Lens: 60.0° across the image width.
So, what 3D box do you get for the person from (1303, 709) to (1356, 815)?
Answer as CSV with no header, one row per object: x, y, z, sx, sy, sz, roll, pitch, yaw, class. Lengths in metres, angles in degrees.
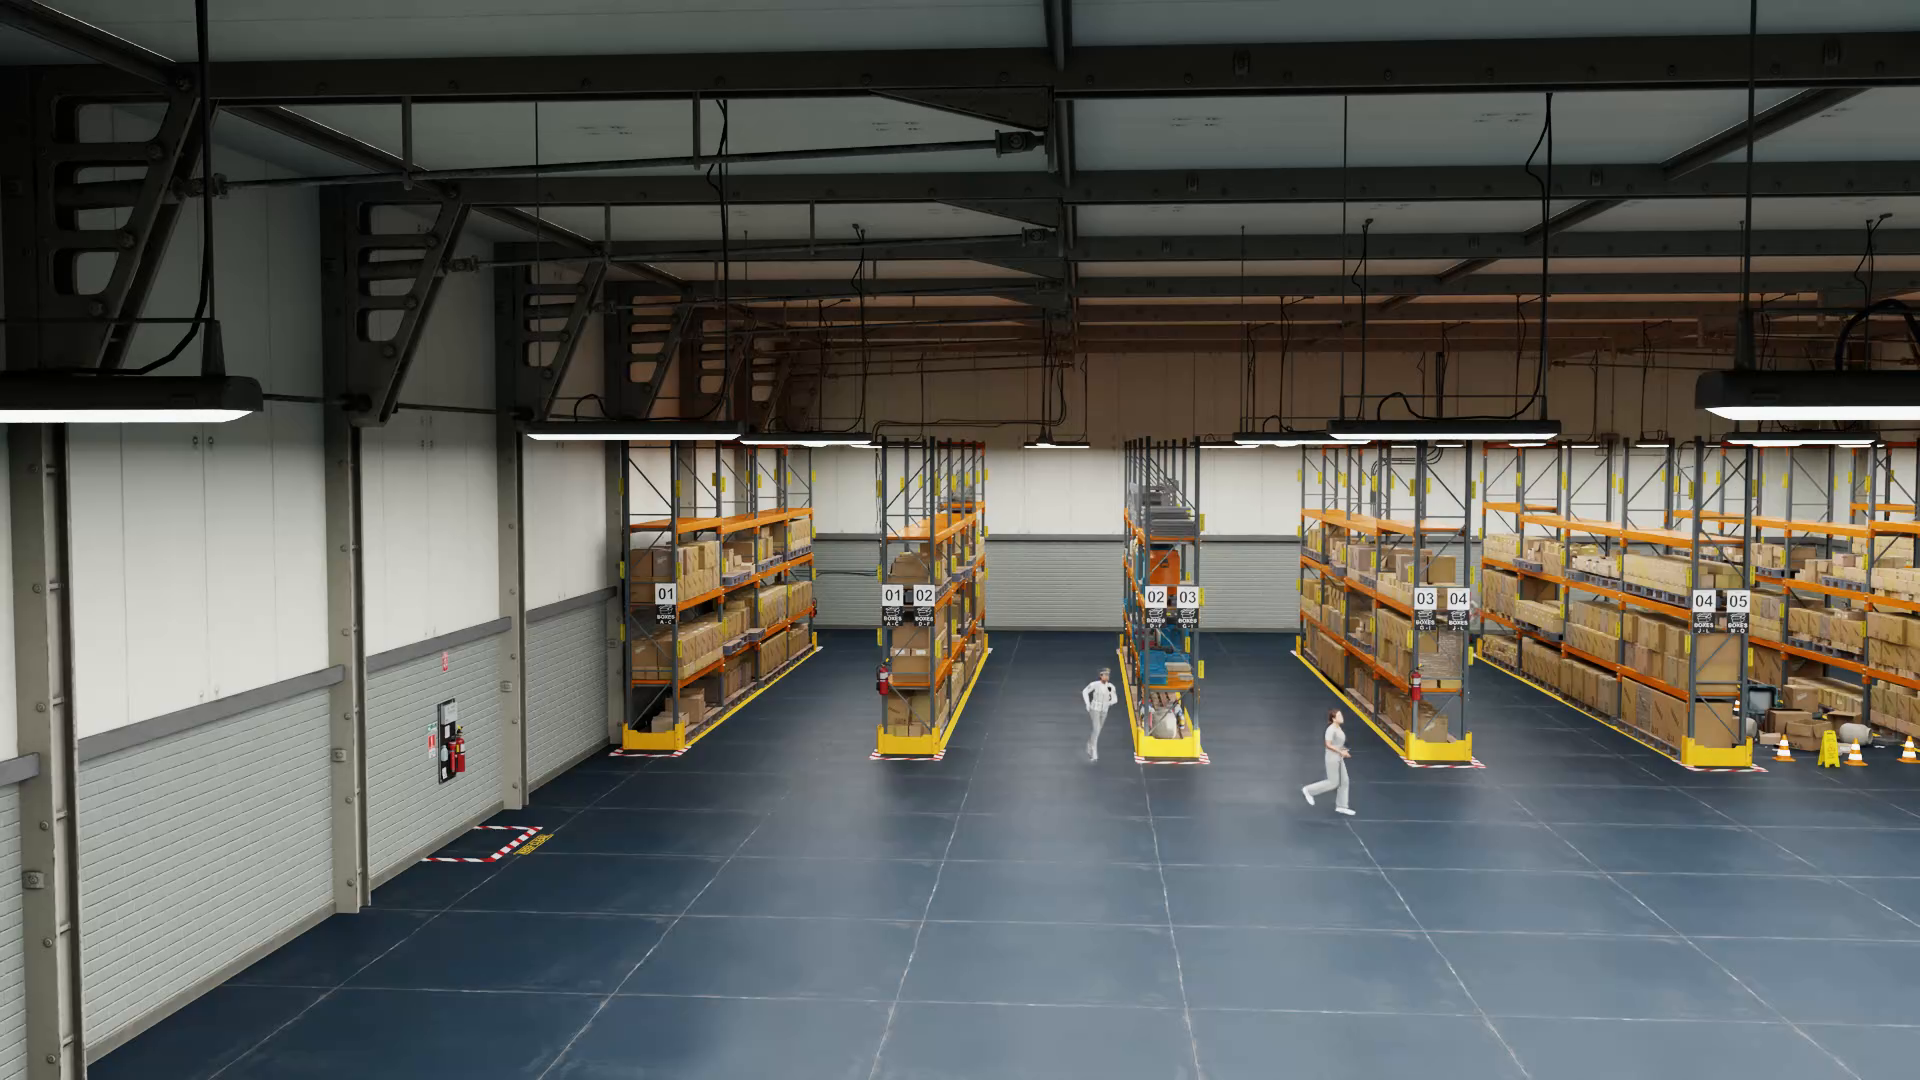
5.882,3.498,26.374,0.820,1.662,0.575,2,3,28,person

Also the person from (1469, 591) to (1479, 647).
14.447,2.313,47.474,0.693,1.793,0.719,0,3,-6,person

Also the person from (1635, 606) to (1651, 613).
19.437,2.363,47.393,0.899,1.662,0.582,0,3,9,person

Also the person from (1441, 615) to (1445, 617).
13.201,2.508,46.502,0.767,1.552,0.556,2,4,39,person

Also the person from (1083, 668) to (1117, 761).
2.627,3.237,31.081,0.588,1.728,0.686,-1,3,-19,person
